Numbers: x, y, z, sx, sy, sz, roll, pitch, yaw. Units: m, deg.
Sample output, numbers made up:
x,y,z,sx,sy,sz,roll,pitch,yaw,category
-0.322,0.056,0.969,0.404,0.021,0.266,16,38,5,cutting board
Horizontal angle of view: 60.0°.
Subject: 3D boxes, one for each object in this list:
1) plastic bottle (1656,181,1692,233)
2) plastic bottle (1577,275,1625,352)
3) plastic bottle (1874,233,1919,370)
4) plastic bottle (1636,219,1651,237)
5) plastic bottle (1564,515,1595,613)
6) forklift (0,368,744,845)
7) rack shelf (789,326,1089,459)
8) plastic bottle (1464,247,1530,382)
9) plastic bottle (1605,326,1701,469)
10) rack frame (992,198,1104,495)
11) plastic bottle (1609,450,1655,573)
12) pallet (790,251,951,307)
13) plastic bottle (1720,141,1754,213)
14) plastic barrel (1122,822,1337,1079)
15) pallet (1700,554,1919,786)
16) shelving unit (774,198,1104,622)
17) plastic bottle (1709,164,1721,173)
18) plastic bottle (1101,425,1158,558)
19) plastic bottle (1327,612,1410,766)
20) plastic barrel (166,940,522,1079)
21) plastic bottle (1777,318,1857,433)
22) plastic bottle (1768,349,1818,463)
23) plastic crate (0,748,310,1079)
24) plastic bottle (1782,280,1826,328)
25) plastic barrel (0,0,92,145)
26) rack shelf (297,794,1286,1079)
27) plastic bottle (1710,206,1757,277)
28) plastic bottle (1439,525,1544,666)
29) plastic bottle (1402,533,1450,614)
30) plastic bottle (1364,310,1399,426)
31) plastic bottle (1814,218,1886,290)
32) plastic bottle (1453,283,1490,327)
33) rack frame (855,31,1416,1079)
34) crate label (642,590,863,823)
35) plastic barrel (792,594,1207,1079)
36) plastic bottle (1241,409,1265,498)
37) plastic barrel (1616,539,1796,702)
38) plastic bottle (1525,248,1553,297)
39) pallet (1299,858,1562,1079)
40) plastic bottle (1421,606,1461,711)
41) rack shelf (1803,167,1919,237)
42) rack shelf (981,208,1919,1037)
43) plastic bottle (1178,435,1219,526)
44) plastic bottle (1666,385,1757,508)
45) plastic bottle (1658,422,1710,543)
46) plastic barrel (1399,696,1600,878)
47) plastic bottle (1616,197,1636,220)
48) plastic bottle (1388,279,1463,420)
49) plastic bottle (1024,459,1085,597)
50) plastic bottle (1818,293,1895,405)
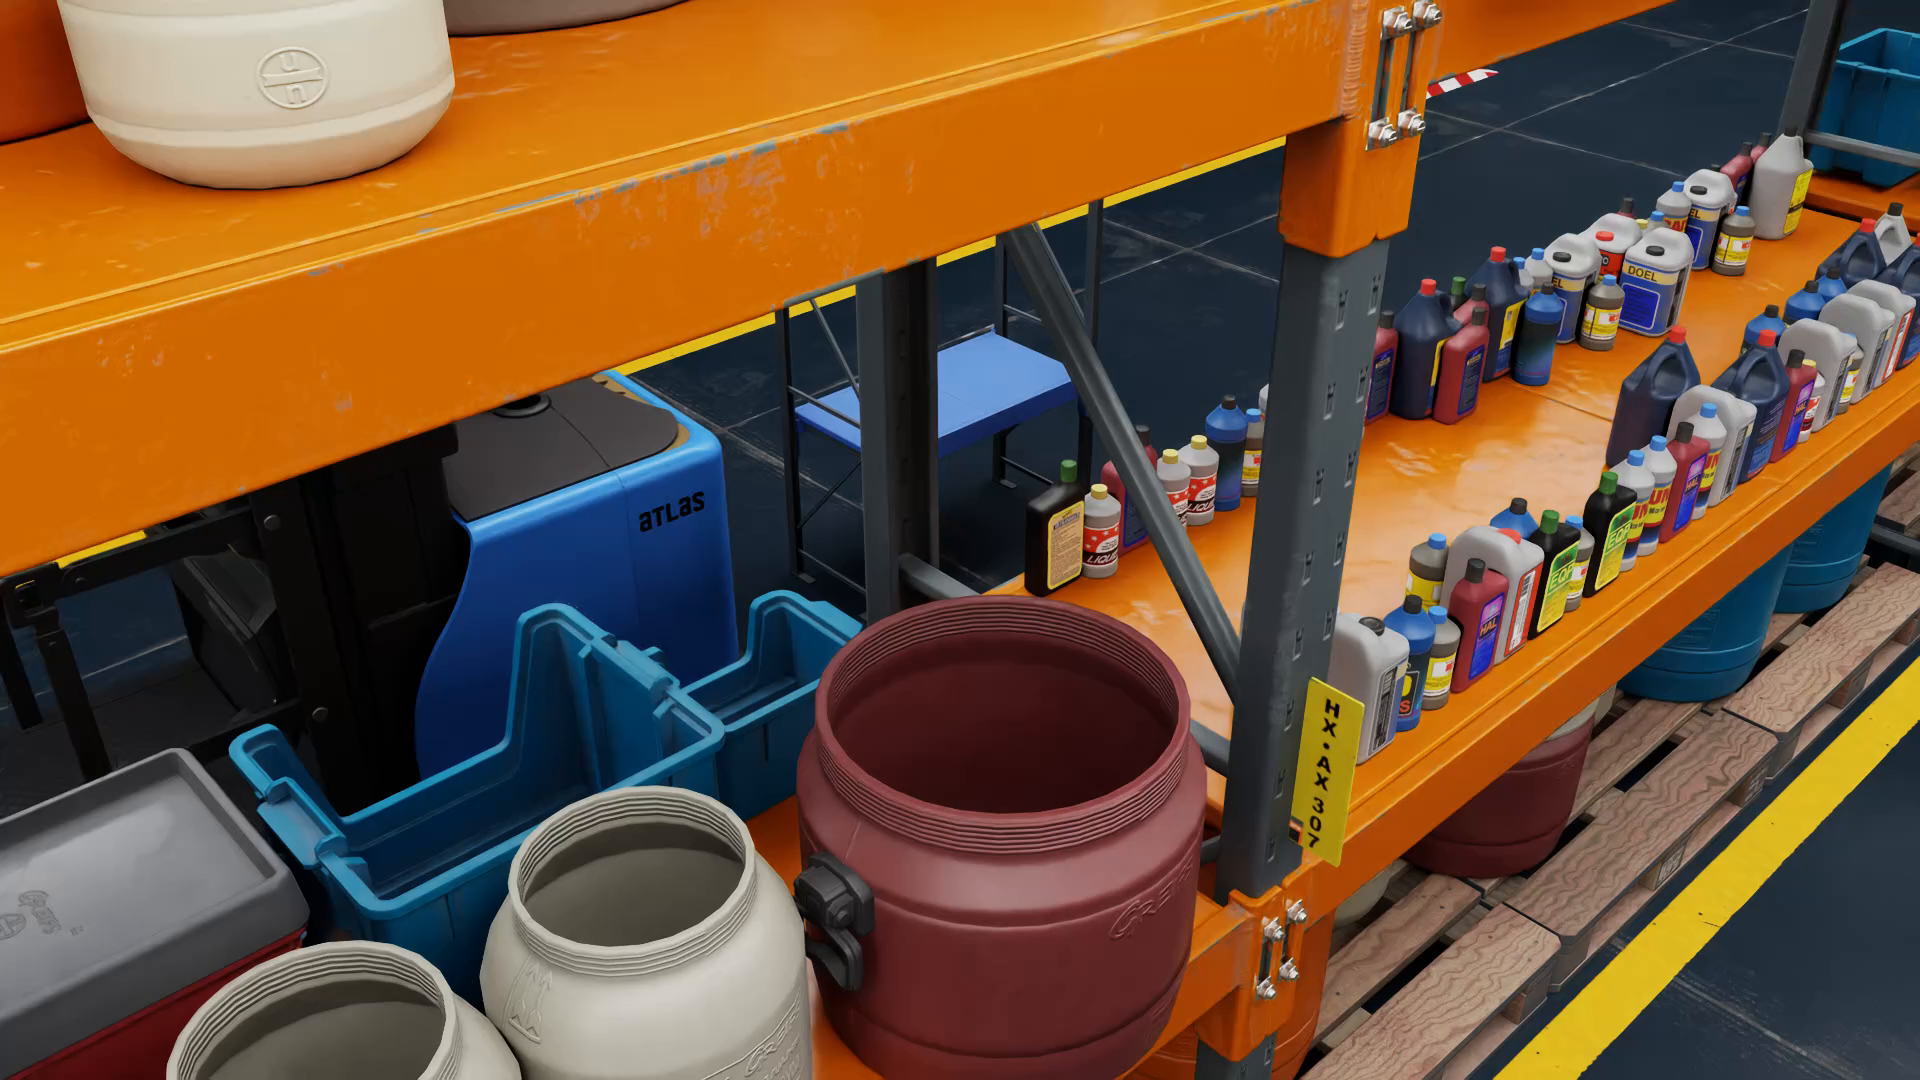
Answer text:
x,y,z,sx,sy,sz,roll,pitch,yaw,category
2.157,-0.955,5.060,0.097,0.271,0.097,0,31,0,plastic bottle
1.779,-0.634,4.602,0.097,0.201,0.097,0,31,0,plastic bottle
2.541,-0.651,4.487,0.185,0.351,0.144,-26,40,-35,plastic bottle
2.015,-0.856,4.965,0.097,0.201,0.097,0,31,0,plastic bottle
1.272,0.043,3.495,0.097,0.201,0.097,0,31,0,plastic bottle
-2.108,-0.316,3.956,3.031,2.935,1.130,-24,39,-34,forklift
-0.063,-0.456,5.903,1.000,0.185,0.538,-26,40,-35,rack shelf
1.418,-0.615,4.427,0.185,0.351,0.144,-26,40,-35,plastic bottle
1.666,-0.336,3.972,0.185,0.351,0.144,-26,40,-35,plastic bottle
0.310,-0.790,6.104,0.032,1.500,0.500,-26,40,-35,rack frame
1.442,-0.069,3.611,0.097,0.271,0.097,0,31,0,plastic bottle
-0.808,-1.592,8.652,1.213,0.211,1.003,-26,40,-35,pallet
2.471,-1.125,5.326,0.133,0.283,0.061,-26,40,-35,plastic bottle
0.542,0.797,3.750,0.708,0.830,0.600,-26,40,-35,plastic barrel
2.534,0.258,5.625,1.213,0.211,1.003,-26,40,-35,pallet
-0.063,-0.610,5.809,1.048,1.500,0.538,-26,40,-35,shelving unit
2.327,-1.037,5.195,0.097,0.271,0.097,0,31,0,plastic bottle
0.370,-0.109,3.665,0.133,0.283,0.061,-26,40,-35,plastic bottle
0.732,0.253,3.080,0.135,0.276,0.152,-26,40,-35,plastic bottle
-0.723,0.778,1.995,0.421,0.512,0.421,0,31,0,plastic barrel
2.152,-0.434,4.203,0.135,0.276,0.152,-26,40,-35,plastic bottle
2.014,-0.338,4.039,0.133,0.283,0.061,-26,40,-35,plastic bottle
-1.198,0.659,2.236,0.583,0.464,0.402,-26,40,-35,plastic crate
2.224,-0.555,4.406,0.097,0.271,0.097,0,31,0,plastic bottle
-1.035,-0.793,1.384,0.708,0.830,0.600,-26,40,-35,plastic barrel
-1.272,1.246,2.026,4.000,0.370,1.077,-26,40,-35,rack shelf
2.359,-0.915,5.061,0.097,0.201,0.097,0,31,0,plastic bottle
1.071,0.089,3.348,0.135,0.276,0.152,-26,40,-35,plastic bottle
0.973,0.080,3.435,0.097,0.201,0.097,0,31,0,plastic bottle
1.039,-0.432,4.194,0.133,0.283,0.061,-26,40,-35,plastic bottle
2.443,-0.706,4.577,0.185,0.351,0.144,-26,40,-35,plastic bottle
1.314,-0.522,4.340,0.133,0.283,0.061,-26,40,-35,plastic bottle
0.195,0.230,2.999,0.127,3.000,1.000,-26,40,-35,rack frame
-0.369,0.307,3.032,0.416,0.233,0.303,-26,40,-35,crate label
0.060,0.452,2.505,0.708,0.536,0.600,-26,40,-35,plastic barrel
0.682,-0.211,3.911,0.097,0.201,0.097,0,31,0,plastic bottle
2.198,-0.035,5.041,0.708,0.901,0.600,-26,40,-35,plastic barrel
1.577,-0.674,4.601,0.097,0.271,0.097,0,31,0,plastic bottle
0.744,1.124,4.210,1.213,0.211,1.003,-26,40,-35,pallet
0.907,0.220,3.206,0.097,0.201,0.097,0,31,0,plastic bottle
4.594,-1.591,6.667,4.000,0.370,1.077,-26,40,-35,rack shelf
1.661,-0.173,4.347,4.000,0.370,1.077,-26,40,-35,rack shelf
0.539,-0.142,3.798,0.097,0.201,0.097,0,31,0,plastic bottle
1.749,-0.239,3.884,0.135,0.276,0.152,-26,40,-35,plastic bottle
1.610,-0.143,3.720,0.133,0.283,0.061,-26,40,-35,plastic bottle
1.370,0.499,4.468,0.708,0.588,0.600,-26,40,-35,plastic barrel
1.918,-0.857,4.888,0.133,0.283,0.061,-26,40,-35,plastic bottle
1.184,-0.502,4.242,0.185,0.351,0.144,-26,40,-35,plastic bottle
0.201,-0.027,3.531,0.133,0.283,0.061,-26,40,-35,plastic bottle
2.322,-0.516,4.338,0.135,0.276,0.152,-26,40,-35,plastic bottle
